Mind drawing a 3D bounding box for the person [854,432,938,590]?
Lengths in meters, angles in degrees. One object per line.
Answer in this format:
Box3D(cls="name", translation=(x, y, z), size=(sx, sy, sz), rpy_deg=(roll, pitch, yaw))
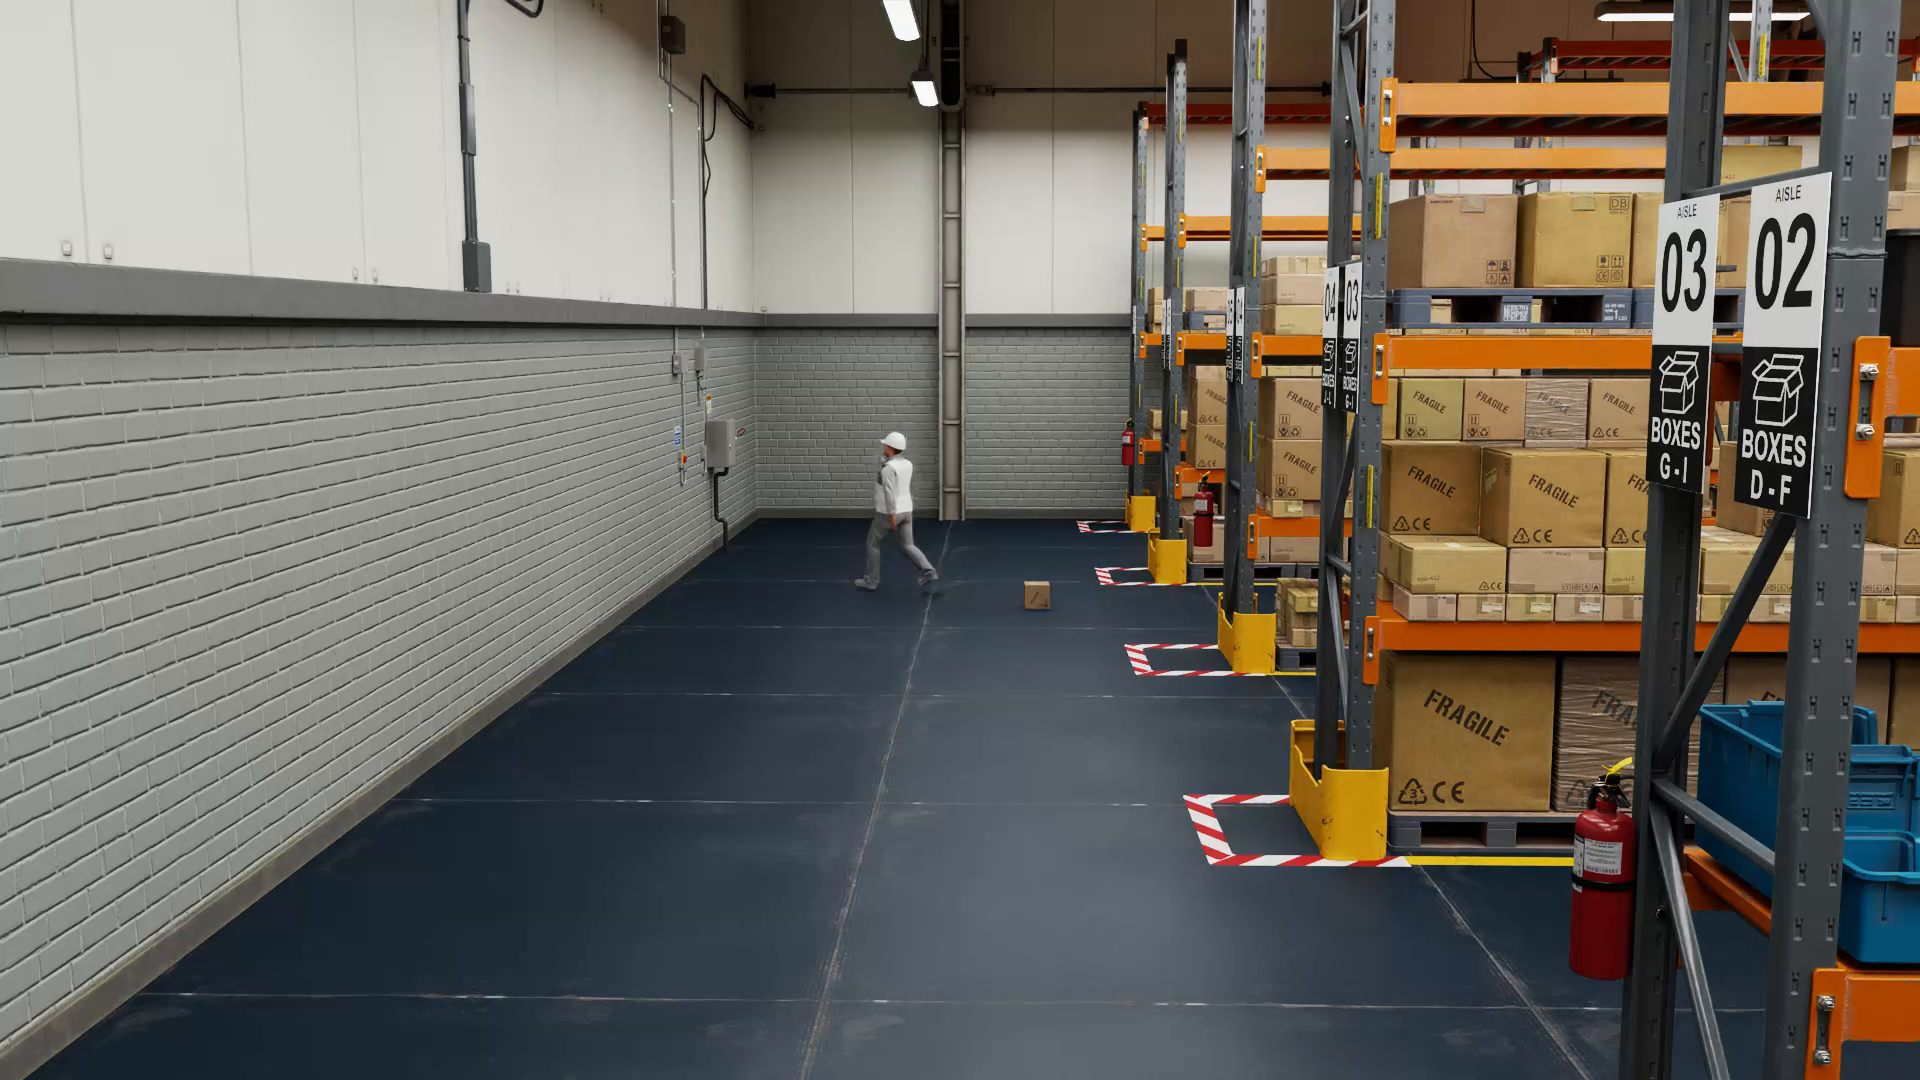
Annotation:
Box3D(cls="person", translation=(-0.707, -0.311, 18.140), size=(1.001, 1.730, 0.554), rpy_deg=(5, 9, 36))
